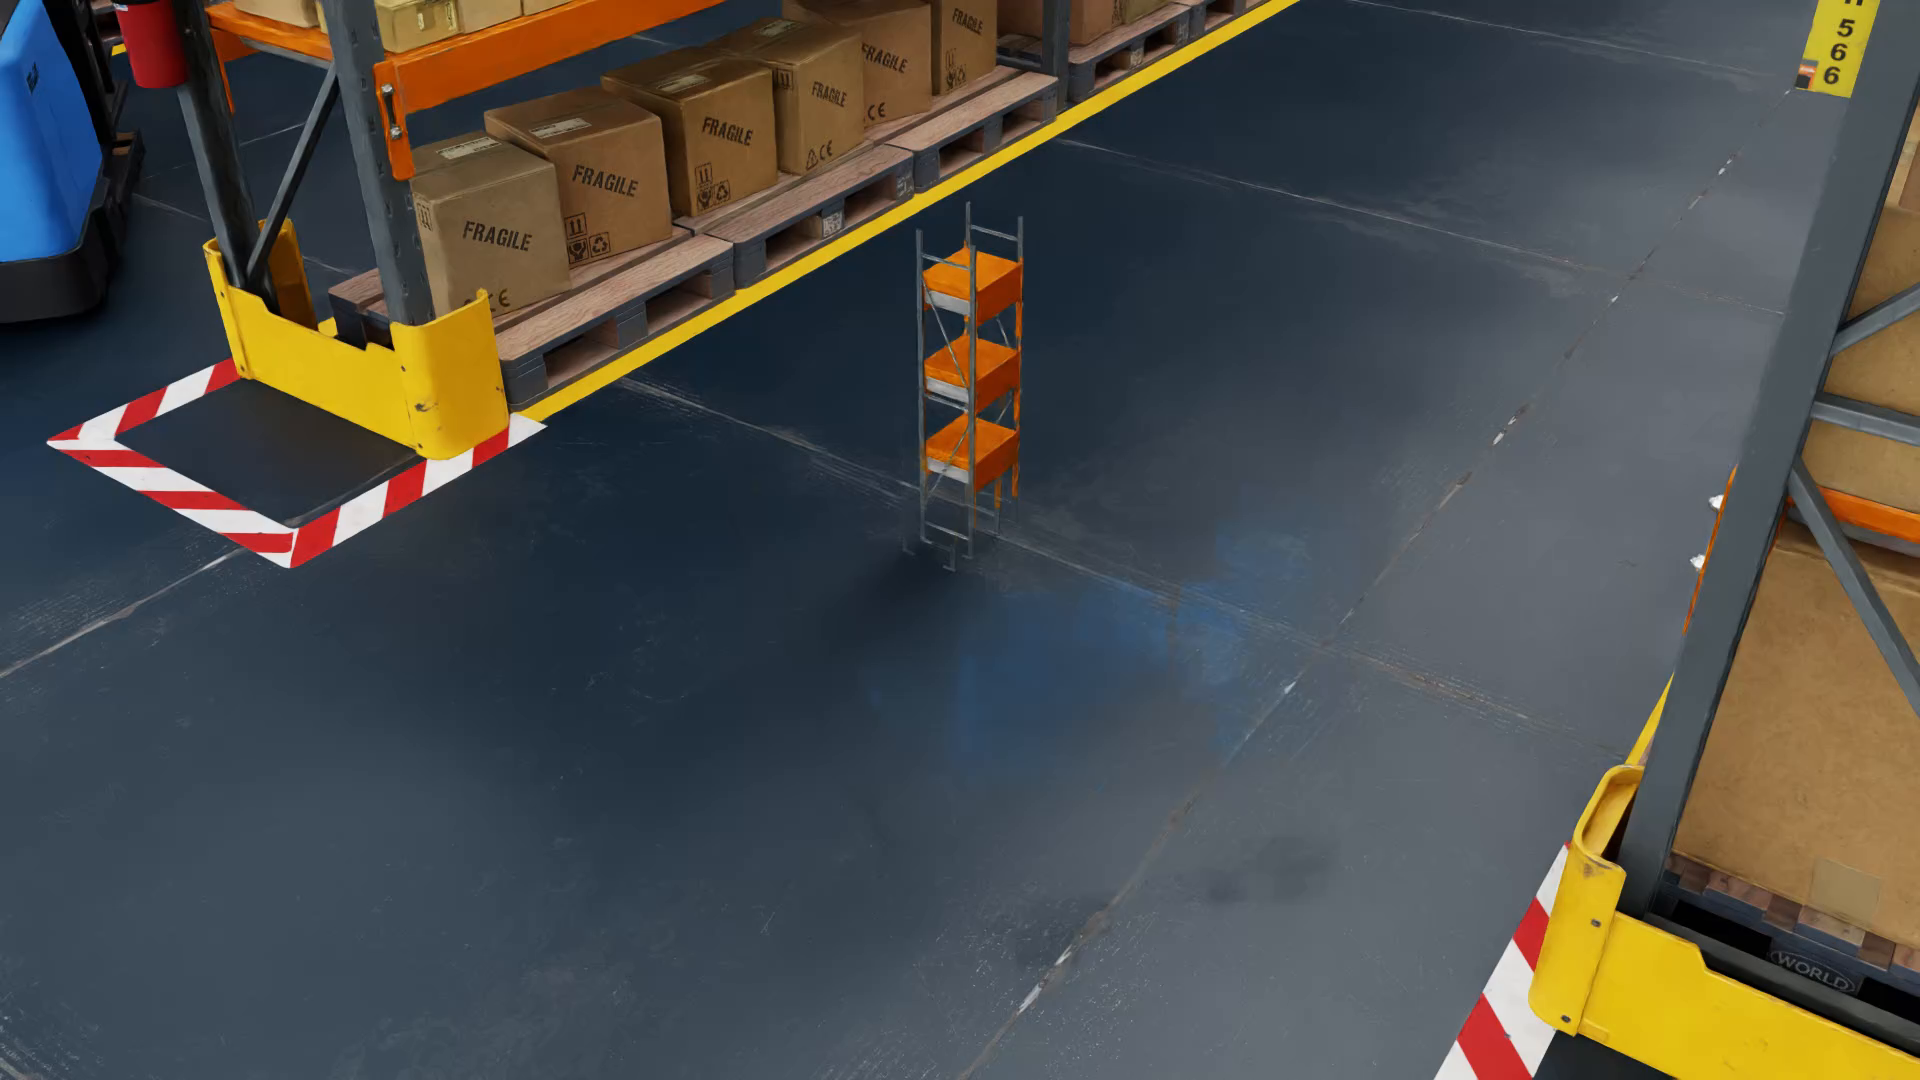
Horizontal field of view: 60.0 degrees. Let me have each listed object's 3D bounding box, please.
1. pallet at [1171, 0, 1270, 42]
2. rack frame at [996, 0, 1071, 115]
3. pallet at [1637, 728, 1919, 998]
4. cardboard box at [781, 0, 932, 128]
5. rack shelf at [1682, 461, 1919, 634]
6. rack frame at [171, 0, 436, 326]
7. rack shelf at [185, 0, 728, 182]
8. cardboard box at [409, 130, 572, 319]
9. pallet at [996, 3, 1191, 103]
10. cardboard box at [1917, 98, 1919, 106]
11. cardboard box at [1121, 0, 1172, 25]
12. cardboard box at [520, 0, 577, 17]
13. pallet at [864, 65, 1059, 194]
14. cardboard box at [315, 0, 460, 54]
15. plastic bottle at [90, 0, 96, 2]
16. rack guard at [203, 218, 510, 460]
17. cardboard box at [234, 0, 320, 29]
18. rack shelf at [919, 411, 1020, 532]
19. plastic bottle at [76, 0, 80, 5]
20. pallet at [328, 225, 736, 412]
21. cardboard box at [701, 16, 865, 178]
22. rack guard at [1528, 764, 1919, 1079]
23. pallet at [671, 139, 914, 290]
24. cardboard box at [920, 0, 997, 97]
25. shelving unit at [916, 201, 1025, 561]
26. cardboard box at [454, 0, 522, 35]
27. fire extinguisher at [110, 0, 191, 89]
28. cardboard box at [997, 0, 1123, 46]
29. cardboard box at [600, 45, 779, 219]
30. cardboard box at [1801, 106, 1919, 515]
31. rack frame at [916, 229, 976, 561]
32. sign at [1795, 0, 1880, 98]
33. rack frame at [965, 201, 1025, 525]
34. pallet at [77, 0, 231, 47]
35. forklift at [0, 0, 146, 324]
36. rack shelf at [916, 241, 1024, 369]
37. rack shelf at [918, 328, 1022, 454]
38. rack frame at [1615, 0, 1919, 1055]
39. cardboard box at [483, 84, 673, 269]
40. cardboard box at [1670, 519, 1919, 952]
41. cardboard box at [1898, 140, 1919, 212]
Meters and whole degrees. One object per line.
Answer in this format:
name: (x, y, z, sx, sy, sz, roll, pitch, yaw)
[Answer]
pallet: (1.239, -3.337, 9.996, 1.003, 0.211, 1.213, 21, 39, 28)
rack frame: (0.101, -3.570, 7.851, 1.000, 3.000, 0.127, 21, 39, 28)
pallet: (2.229, 0.664, 4.080, 1.003, 0.211, 1.213, 21, 39, 28)
cardboard box: (-0.480, -2.271, 7.787, 0.500, 0.500, 0.500, -23, 40, -30)
rack shelf: (2.978, -0.721, 4.280, 1.077, 0.370, 4.000, 21, 39, 28)
rack frame: (-2.180, -1.729, 5.129, 1.000, 3.000, 0.127, 21, 39, 28)
rack shelf: (-1.039, -2.351, 6.692, 1.077, 0.370, 4.000, 21, 39, 28)
cardboard box: (-1.810, -1.150, 6.129, 0.500, 0.500, 0.500, -29, 43, -35)
pallet: (0.544, -2.773, 9.163, 1.003, 0.211, 1.213, 21, 39, 28)
cardboard box: (2.318, -1.049, 3.025, 0.875, 0.550, 0.550, 21, 39, 28)
cardboard box: (0.756, -3.206, 9.151, 0.700, 0.500, 0.500, 21, 39, 28)
cardboard box: (-1.508, -1.899, 5.605, 0.380, 0.149, 0.250, 21, 39, 28)
pallet: (-0.253, -2.094, 8.159, 1.003, 0.211, 1.213, 21, 39, 28)
cardboard box: (-1.821, -1.680, 5.281, 0.380, 0.149, 0.250, 21, 39, 28)
plastic bottle: (-4.900, -3.117, 9.286, 0.097, 0.201, 0.097, 0, 34, 0)
rack guard: (-2.137, -0.729, 5.881, 1.175, 0.500, 0.348, 21, 39, 28)
cardboard box: (-2.187, -1.822, 5.491, 0.380, 0.149, 0.250, 21, 39, 28)
rack shelf: (0.031, -0.221, 5.154, 0.215, 0.259, 0.240, 21, 39, 28)
plastic bottle: (-4.959, -3.098, 9.196, 0.097, 0.271, 0.097, 0, 34, 0)
pallet: (-1.644, -0.971, 6.498, 1.003, 0.211, 1.213, 21, 39, 28)
cardboard box: (-0.770, -1.960, 7.327, 0.500, 0.500, 0.500, 18, 38, 24)
rack guard: (1.824, 0.948, 3.401, 1.175, 0.500, 0.348, 21, 39, 28)
pallet: (-0.948, -1.531, 7.325, 1.003, 0.211, 1.213, 21, 39, 28)
cardboard box: (-0.160, -2.537, 8.180, 0.500, 0.500, 0.500, 20, 39, 27)
shelving unit: (0.031, -0.460, 4.992, 0.215, 1.050, 0.252, 21, 39, 28)
cardboard box: (-1.663, -1.789, 5.442, 0.380, 0.149, 0.250, 21, 39, 28)
fire extinguisher: (-2.624, -1.791, 5.290, 0.296, 0.674, 0.183, 21, 39, 28)
cardboard box: (0.469, -2.992, 8.836, 0.700, 0.500, 0.500, 18, 38, 25)
cardboard box: (-1.125, -1.718, 6.969, 0.500, 0.500, 0.500, 25, 42, 32)
cardboard box: (2.012, -0.346, 2.949, 0.875, 0.550, 0.550, 21, 39, 28)
rack frame: (-0.039, -0.403, 4.909, 0.200, 1.050, 0.008, 21, 39, 28)
sign: (1.399, -0.856, 2.593, 0.100, 0.325, 0.005, 21, 39, 28)
rack frame: (0.100, -0.516, 5.075, 0.200, 1.050, 0.008, 21, 39, 28)
pallet: (-5.080, -3.137, 9.701, 1.003, 0.211, 1.213, 21, 39, 28)
forklift: (-4.297, -2.752, 6.703, 1.130, 2.935, 3.031, -10, 35, -15)
rack shelf: (0.031, -0.686, 4.839, 0.215, 0.259, 0.240, 21, 39, 28)
rack shelf: (0.031, -0.451, 4.998, 0.215, 0.259, 0.240, 21, 39, 28)
rack frame: (1.837, -0.098, 2.718, 1.000, 3.000, 0.127, 21, 39, 28)
cardboard box: (-1.497, -1.436, 6.552, 0.500, 0.500, 0.500, -25, 41, -32)
cardboard box: (2.170, 0.275, 3.688, 0.875, 0.875, 0.875, 21, 40, 28)
cardboard box: (2.081, -0.766, 2.607, 0.875, 0.550, 0.550, 21, 39, 28)
